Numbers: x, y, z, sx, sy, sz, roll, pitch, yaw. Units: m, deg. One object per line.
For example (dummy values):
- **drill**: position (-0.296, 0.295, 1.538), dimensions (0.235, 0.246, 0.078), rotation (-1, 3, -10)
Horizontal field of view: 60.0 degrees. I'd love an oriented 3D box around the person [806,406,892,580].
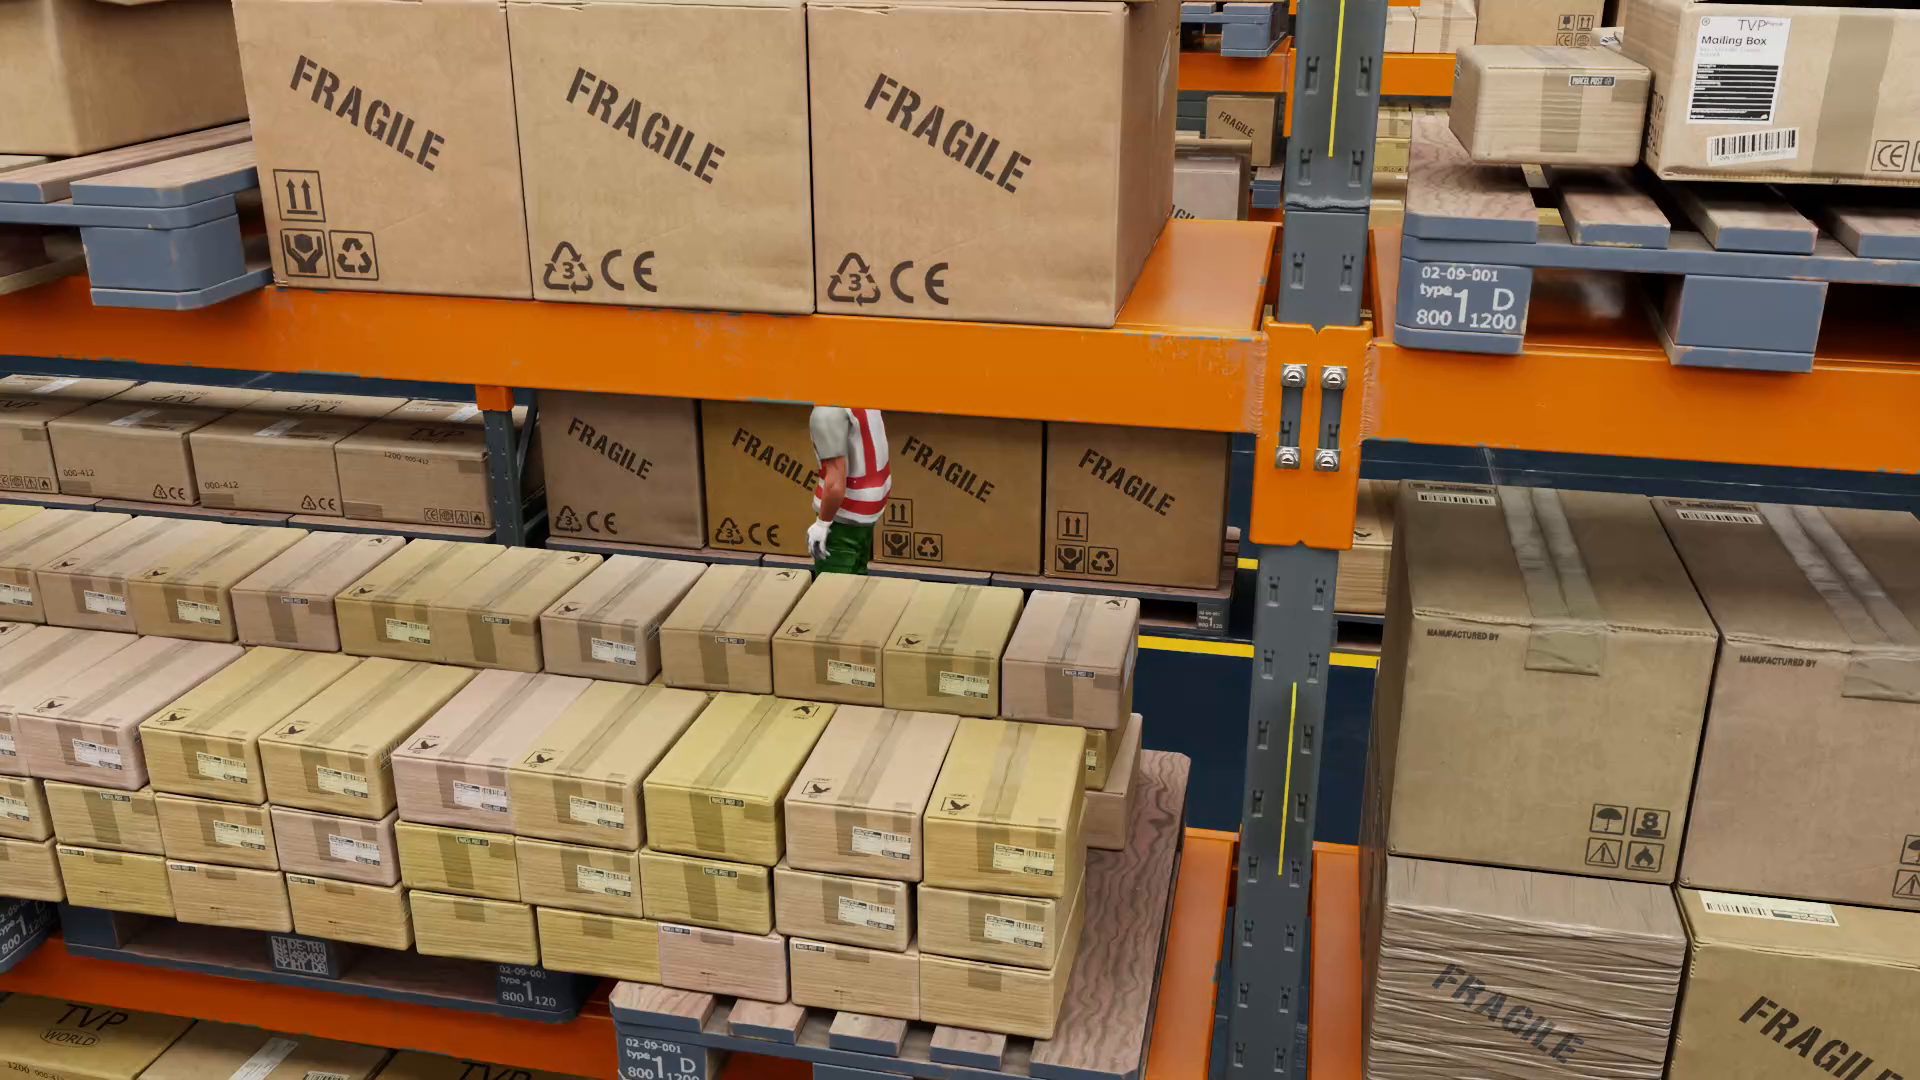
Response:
- **person**: position (-0.540, -0.137, 7.414), dimensions (0.454, 1.779, 0.609), rotation (4, 22, 11)
